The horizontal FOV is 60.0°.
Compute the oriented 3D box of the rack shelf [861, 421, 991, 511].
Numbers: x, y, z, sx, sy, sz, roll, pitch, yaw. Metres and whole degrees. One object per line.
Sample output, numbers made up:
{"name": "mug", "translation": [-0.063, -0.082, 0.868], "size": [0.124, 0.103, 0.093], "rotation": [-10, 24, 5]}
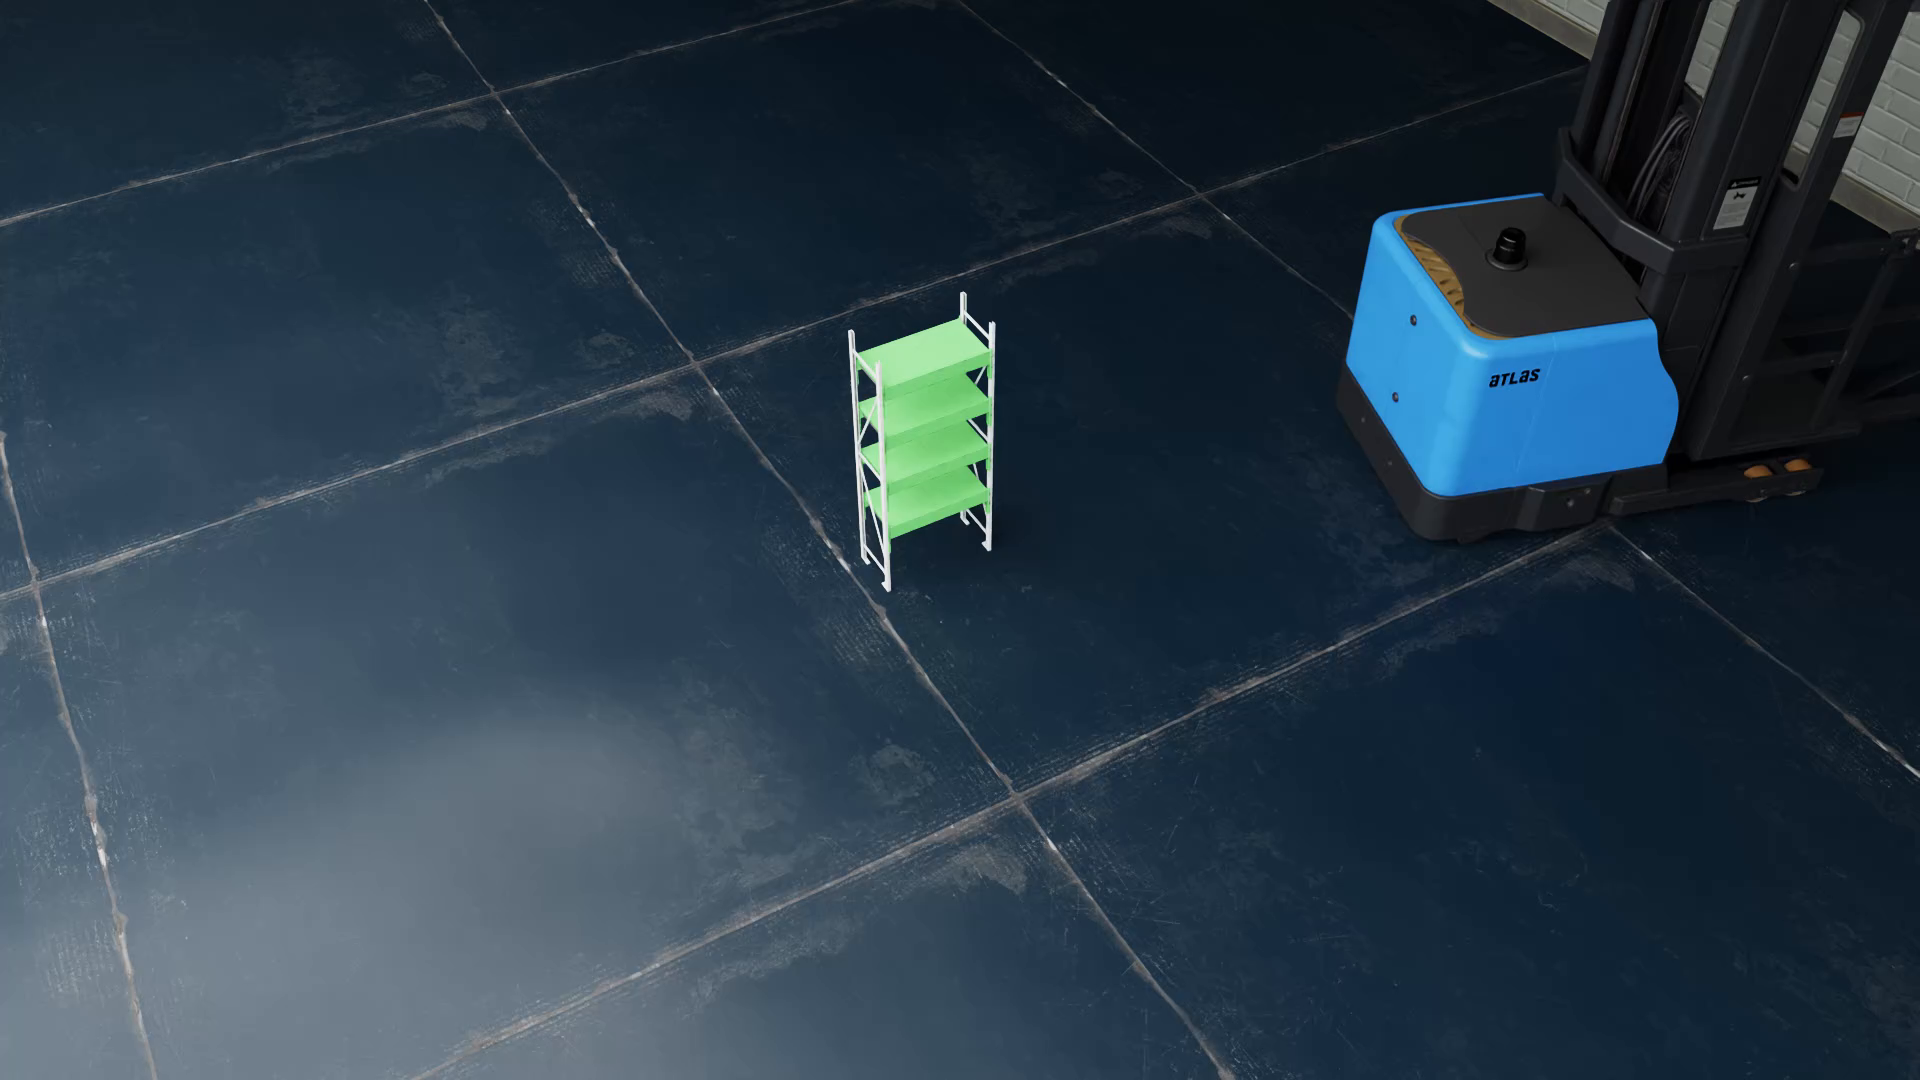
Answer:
{"name": "rack shelf", "translation": [-0.144, -0.327, 6.747], "size": [0.480, 0.148, 0.258], "rotation": [-22, 48, -21]}

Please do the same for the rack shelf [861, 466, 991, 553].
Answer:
{"name": "rack shelf", "translation": [-0.144, -0.155, 6.914], "size": [0.480, 0.148, 0.258], "rotation": [-22, 48, -21]}

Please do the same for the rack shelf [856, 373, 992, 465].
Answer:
{"name": "rack shelf", "translation": [-0.144, -0.500, 6.580], "size": [0.480, 0.148, 0.258], "rotation": [-22, 48, -21]}

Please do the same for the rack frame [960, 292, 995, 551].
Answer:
{"name": "rack frame", "translation": [0.068, -0.458, 6.790], "size": [0.015, 1.200, 0.240], "rotation": [-22, 48, -21]}

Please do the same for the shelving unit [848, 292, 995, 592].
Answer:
{"name": "shelving unit", "translation": [-0.144, -0.373, 6.702], "size": [0.503, 1.200, 0.258], "rotation": [-22, 48, -21]}

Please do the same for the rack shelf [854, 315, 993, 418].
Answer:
{"name": "rack shelf", "translation": [-0.144, -0.672, 6.413], "size": [0.480, 0.148, 0.258], "rotation": [-22, 48, -21]}

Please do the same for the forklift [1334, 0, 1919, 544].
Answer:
{"name": "forklift", "translation": [3.315, -1.570, 6.693], "size": [3.031, 2.935, 1.130], "rotation": [-9, 45, -9]}

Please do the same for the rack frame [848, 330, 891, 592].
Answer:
{"name": "rack frame", "translation": [-0.355, -0.288, 6.615], "size": [0.015, 1.200, 0.240], "rotation": [-22, 48, -21]}
